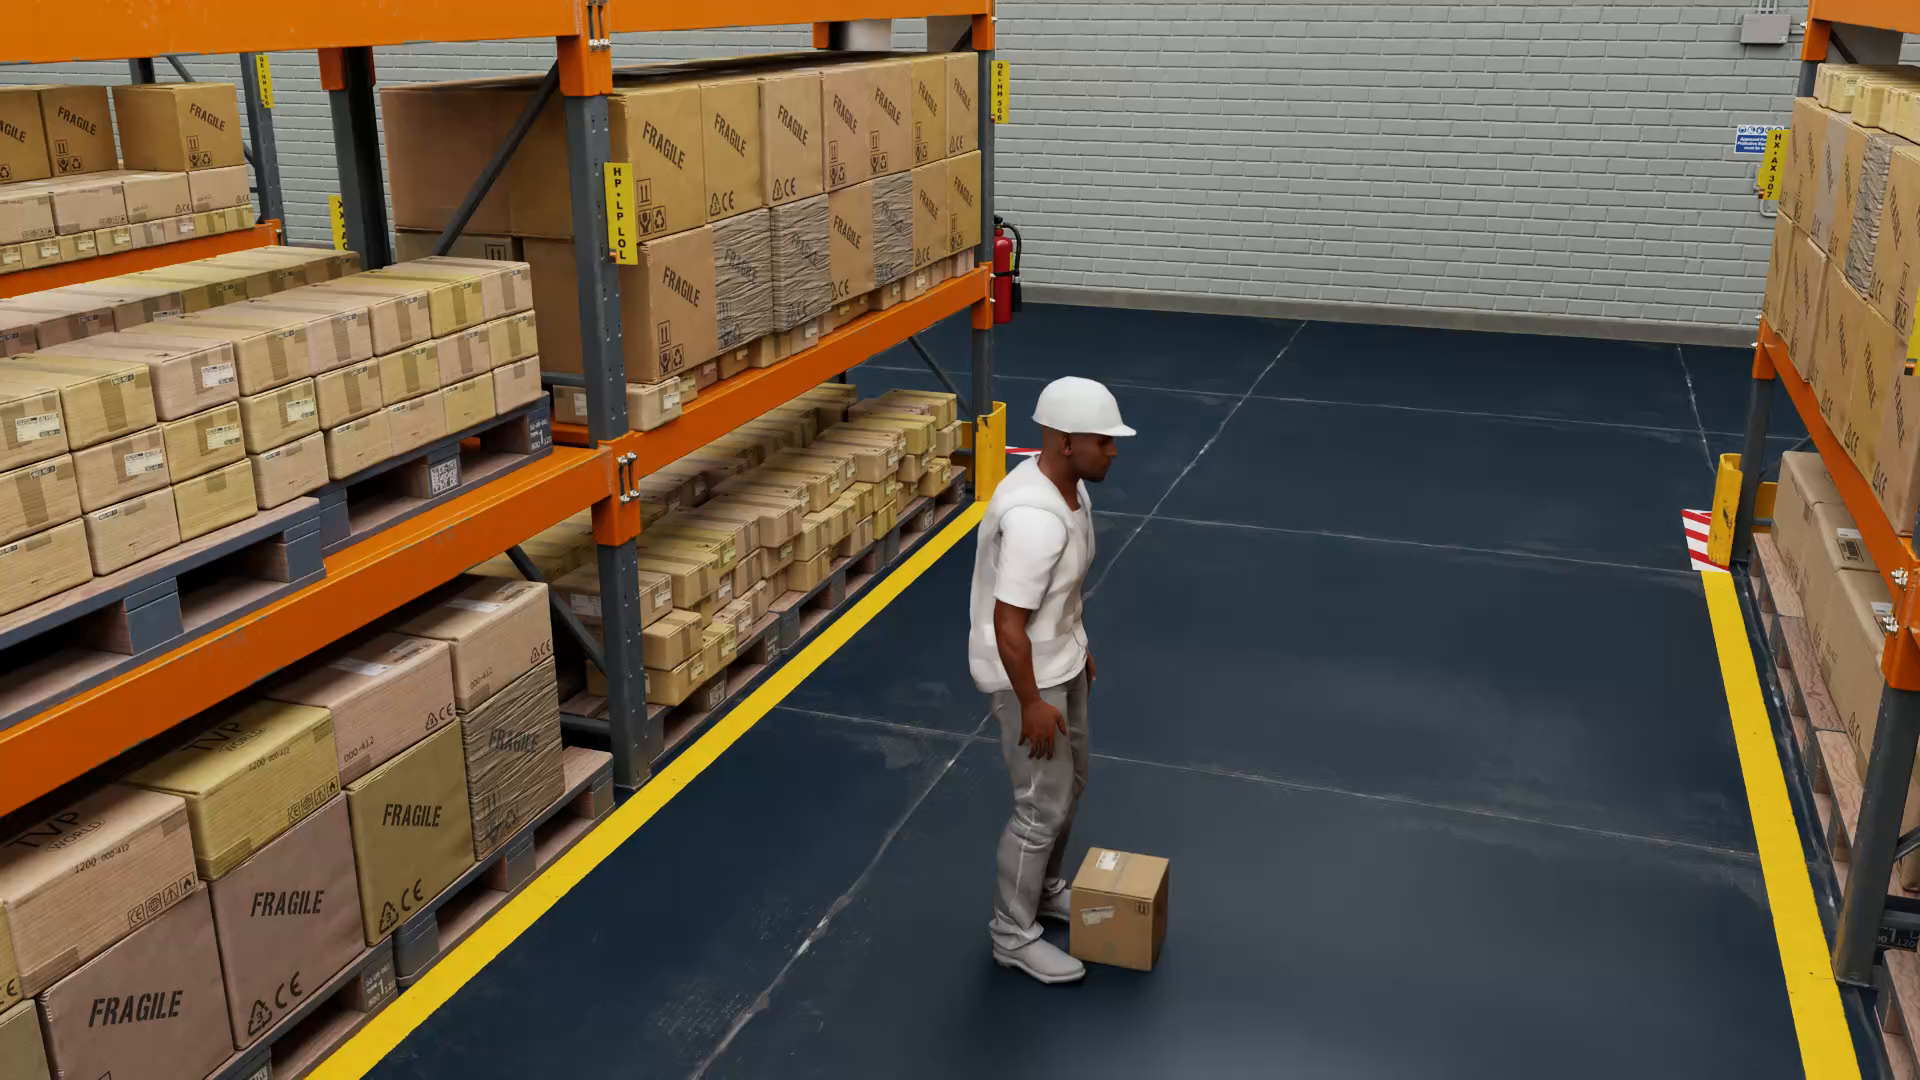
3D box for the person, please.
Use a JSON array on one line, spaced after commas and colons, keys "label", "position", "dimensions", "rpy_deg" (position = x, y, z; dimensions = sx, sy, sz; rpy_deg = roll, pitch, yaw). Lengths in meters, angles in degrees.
[{"label": "person", "position": [0.263, 0.385, 4.883], "dimensions": [0.456, 1.760, 0.613], "rpy_deg": [6, 19, 16]}]
